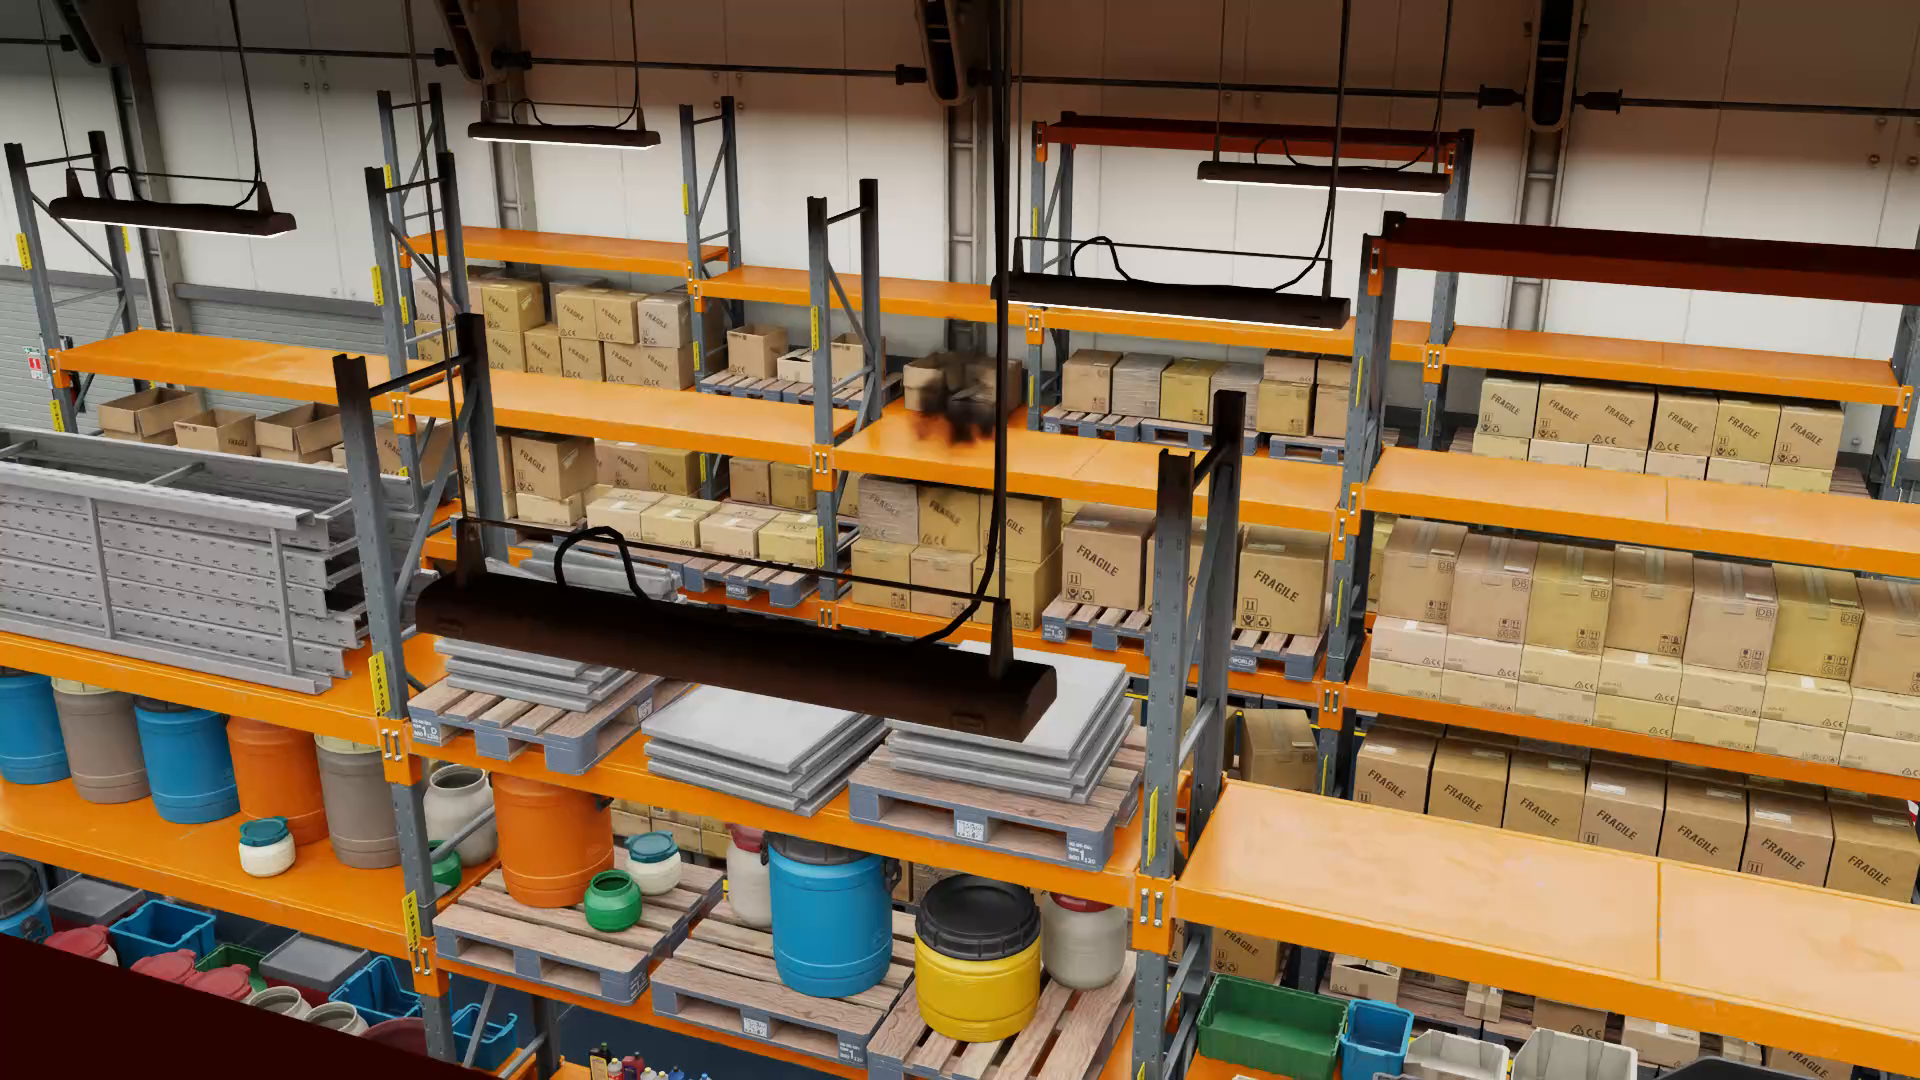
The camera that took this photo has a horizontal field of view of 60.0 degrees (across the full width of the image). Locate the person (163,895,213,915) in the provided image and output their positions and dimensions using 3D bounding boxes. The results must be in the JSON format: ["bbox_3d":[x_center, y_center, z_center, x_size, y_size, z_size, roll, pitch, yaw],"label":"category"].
[{"bbox_3d":[-6.566,2.433,13.624,0.751,1.762,0.635,3,21,8],"label":"person"}]
